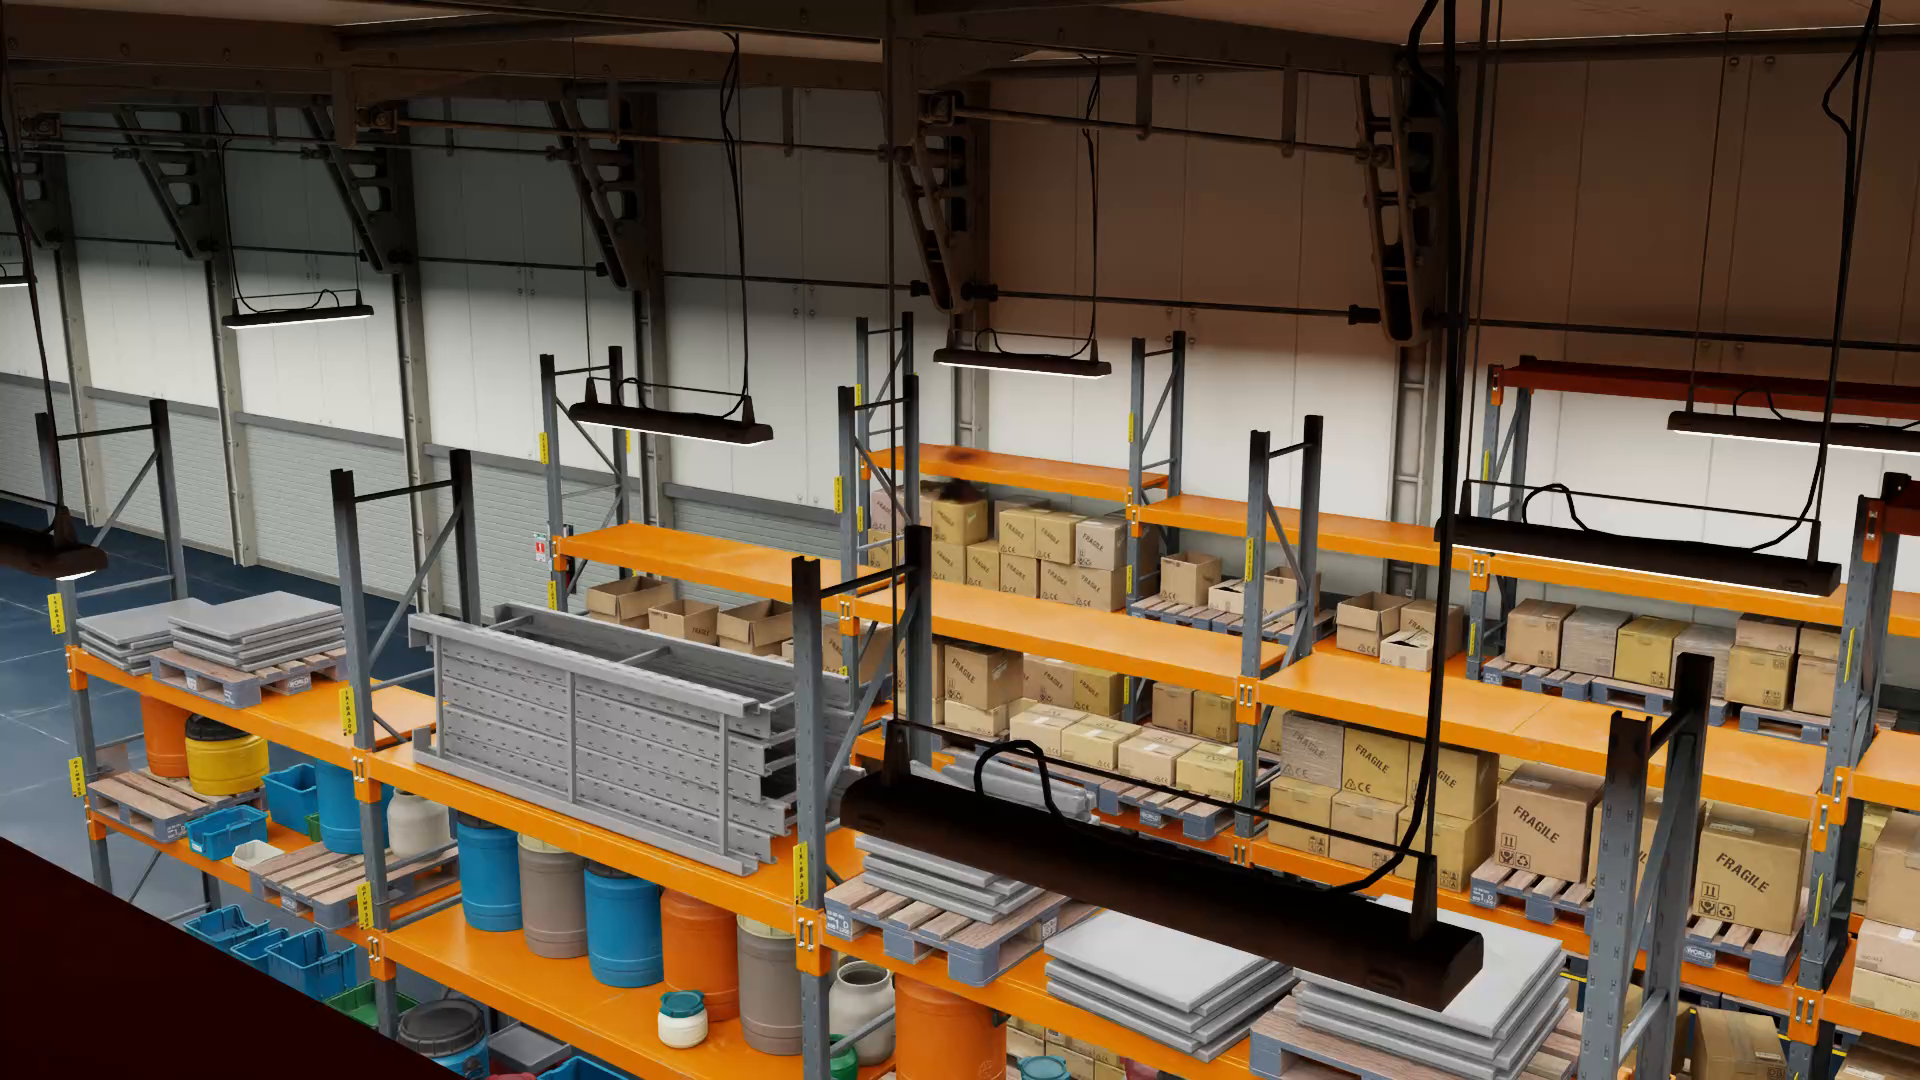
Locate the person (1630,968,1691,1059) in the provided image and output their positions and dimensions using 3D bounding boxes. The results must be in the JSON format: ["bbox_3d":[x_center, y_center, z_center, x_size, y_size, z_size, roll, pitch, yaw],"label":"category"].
[{"bbox_3d":[6.009,3.861,14.775,1.115,1.736,0.594,7,15,26],"label":"person"}]
